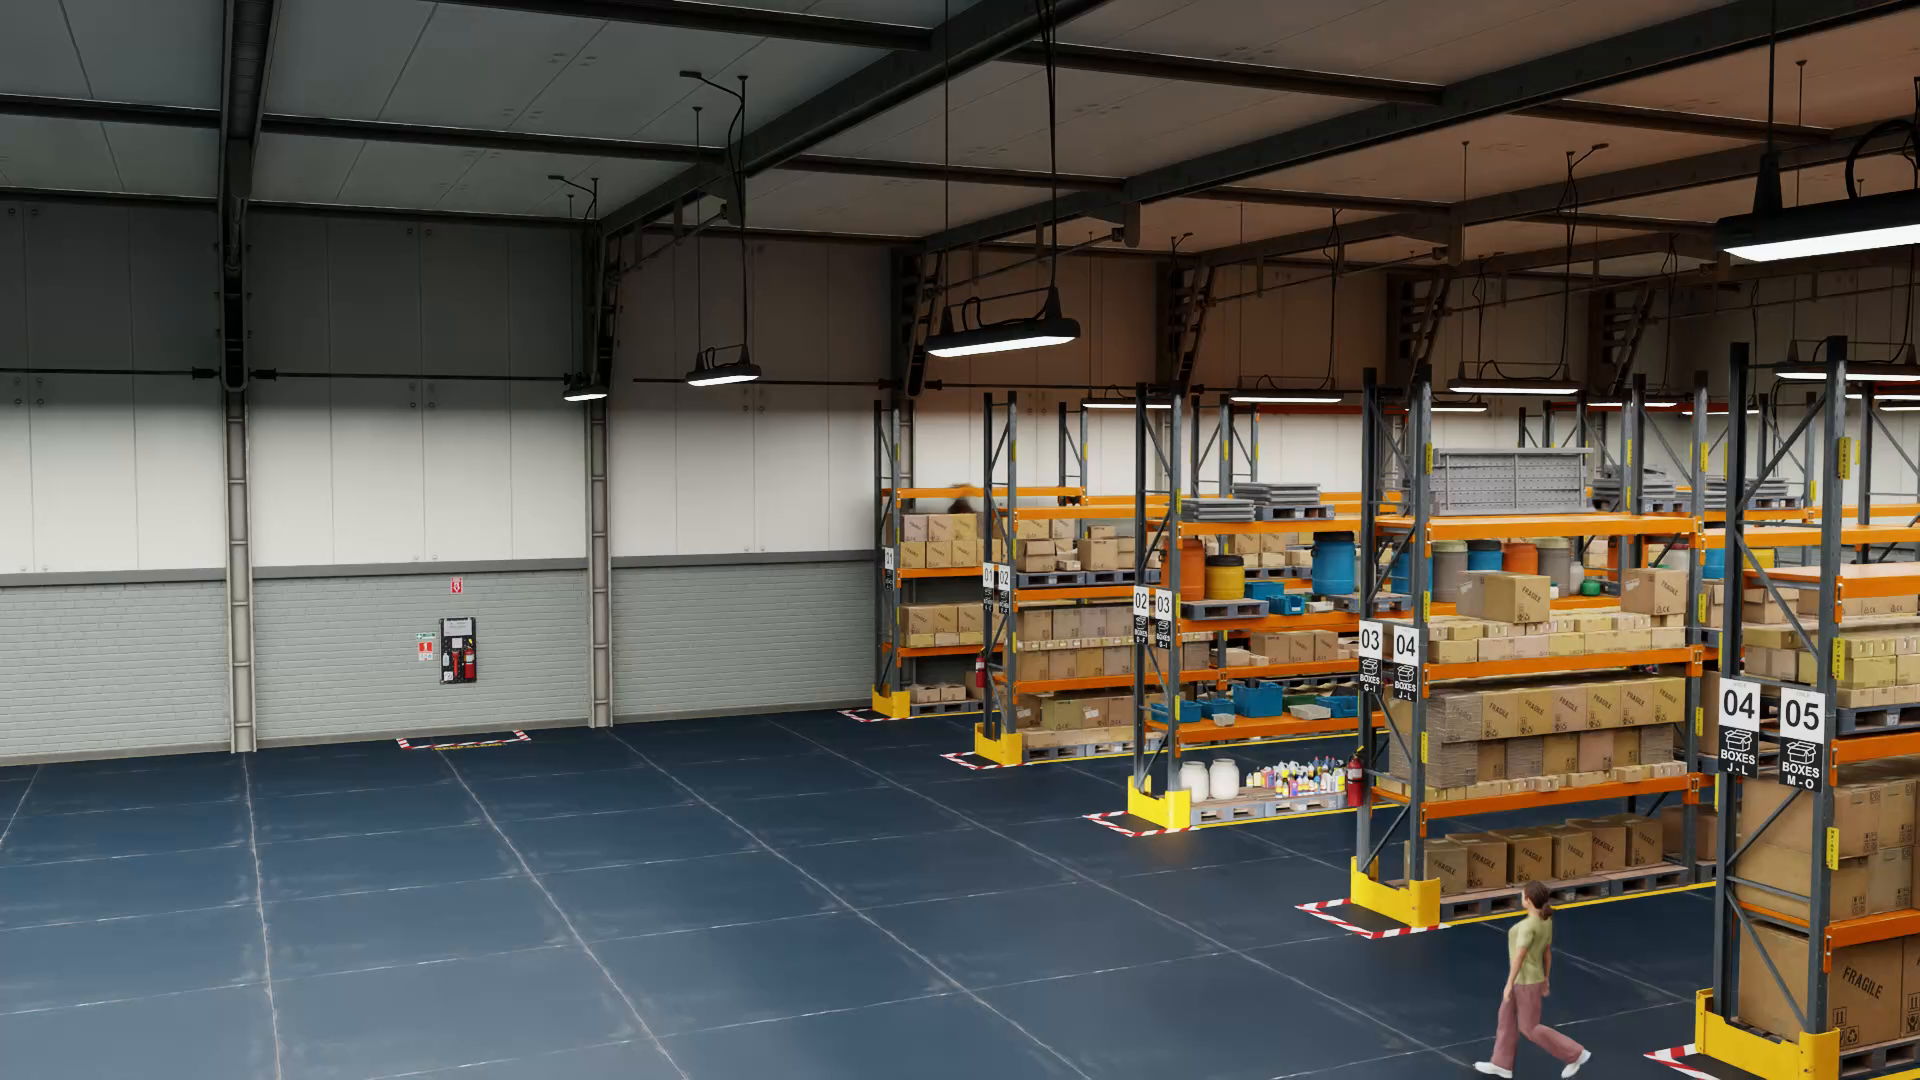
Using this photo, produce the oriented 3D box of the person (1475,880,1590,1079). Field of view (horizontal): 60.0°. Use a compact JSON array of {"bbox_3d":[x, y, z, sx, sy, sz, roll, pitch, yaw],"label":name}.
[{"bbox_3d":[4.622,3.561,13.393,0.870,1.645,0.454,1,3,13],"label":"person"}]
